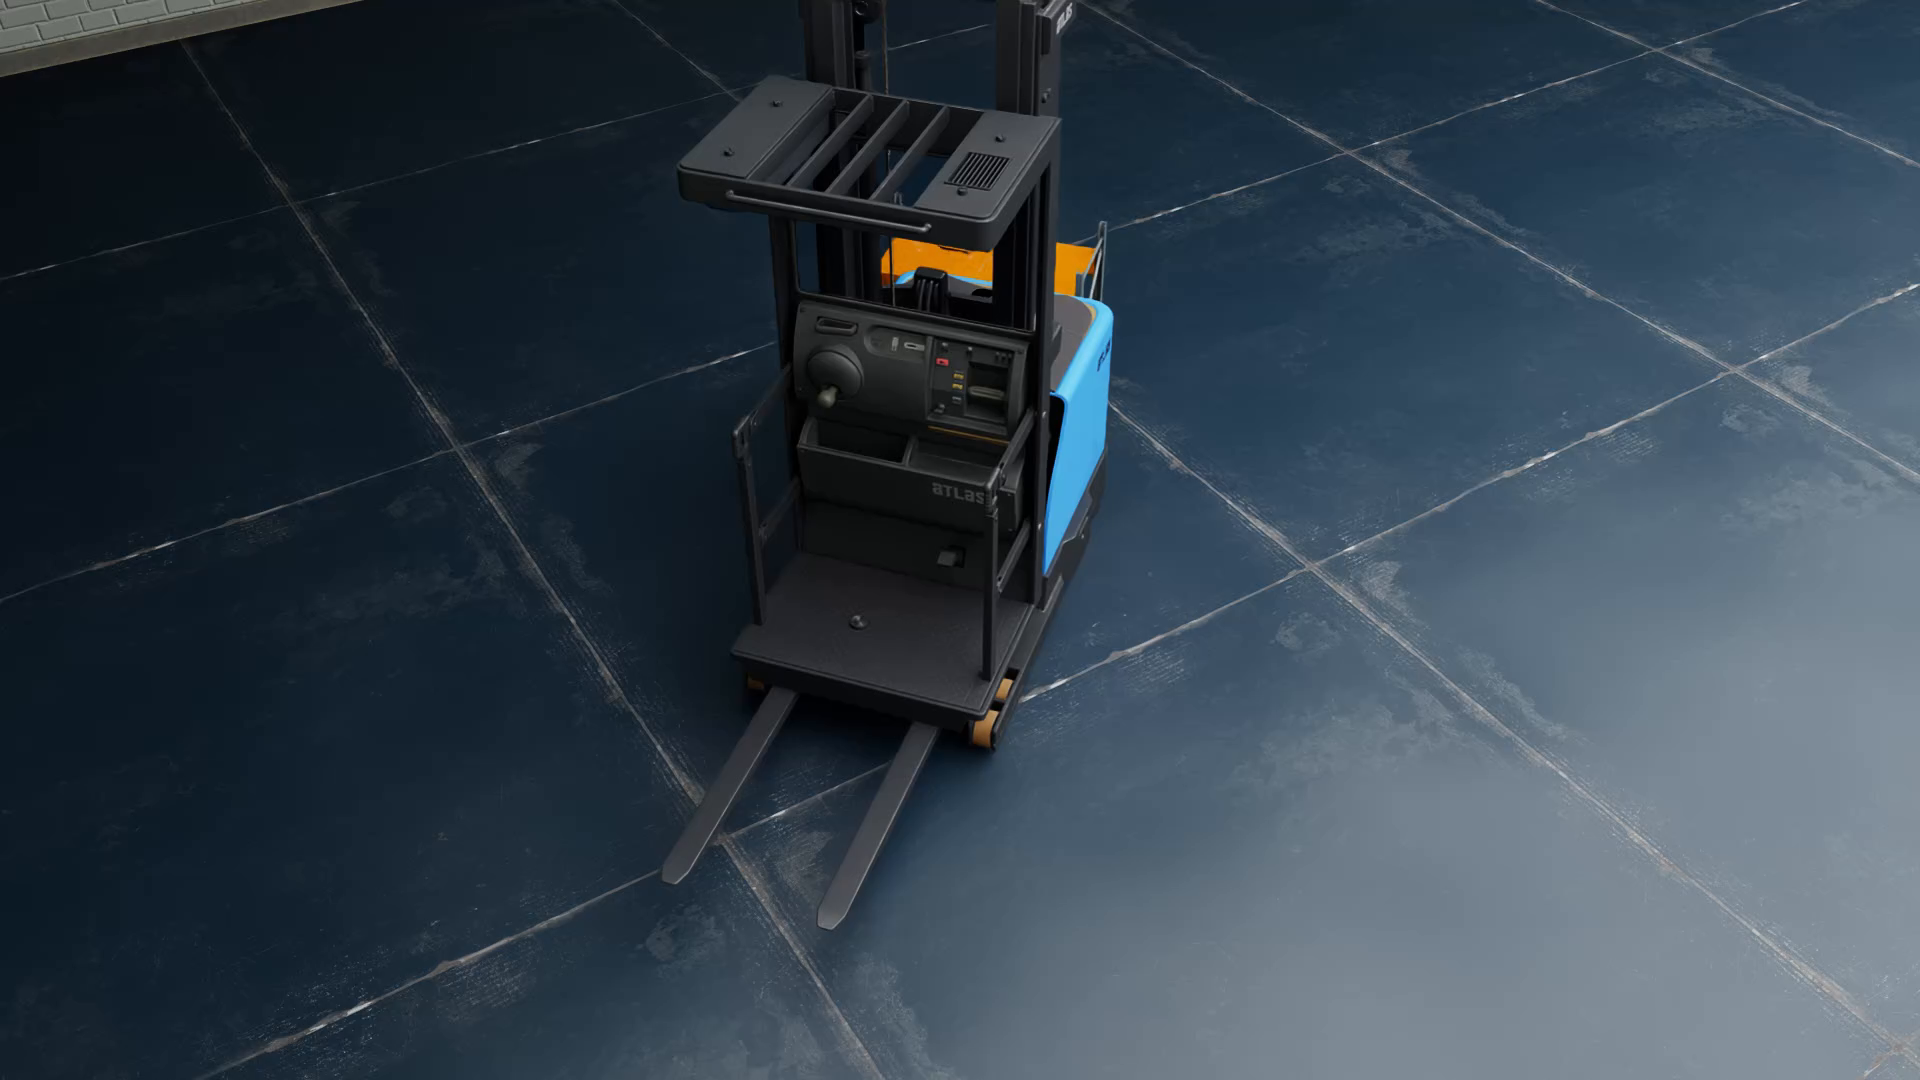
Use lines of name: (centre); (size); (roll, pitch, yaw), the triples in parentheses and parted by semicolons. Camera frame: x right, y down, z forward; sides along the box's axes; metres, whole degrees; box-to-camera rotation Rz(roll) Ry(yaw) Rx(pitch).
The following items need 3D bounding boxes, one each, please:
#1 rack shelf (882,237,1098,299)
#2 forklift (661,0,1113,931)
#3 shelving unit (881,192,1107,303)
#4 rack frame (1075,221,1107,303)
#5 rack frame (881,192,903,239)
rack shelf: (0.122, -1.238, 7.960); (1.000, 0.278, 0.538); (11, 41, 13)
forklift: (-0.267, -0.572, 6.207); (1.130, 2.935, 3.031); (13, 41, 15)
shelving unit: (0.122, -1.013, 8.147); (1.048, 1.125, 0.538); (11, 41, 13)
rack frame: (0.608, -0.919, 8.035); (0.032, 1.125, 0.500); (11, 41, 13)
rack frame: (-0.365, -1.107, 8.260); (0.032, 1.125, 0.500); (11, 41, 13)
